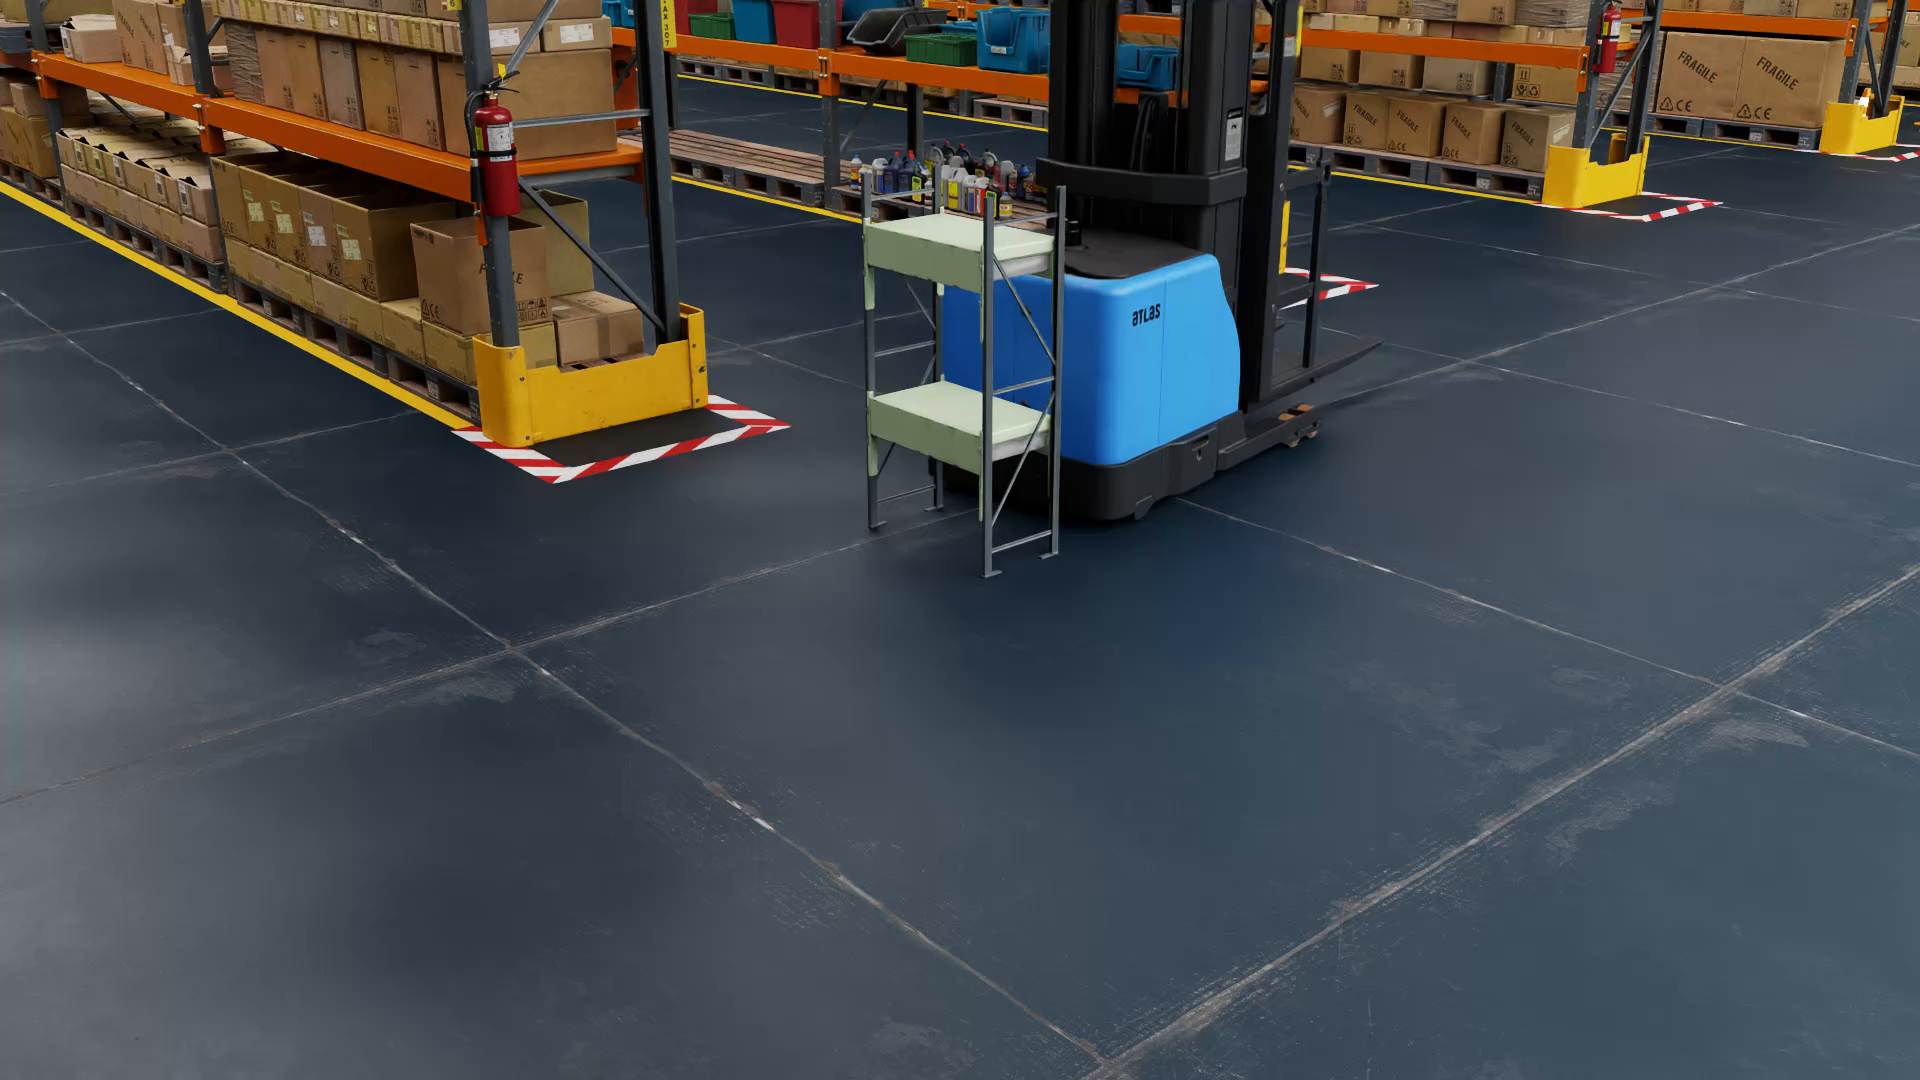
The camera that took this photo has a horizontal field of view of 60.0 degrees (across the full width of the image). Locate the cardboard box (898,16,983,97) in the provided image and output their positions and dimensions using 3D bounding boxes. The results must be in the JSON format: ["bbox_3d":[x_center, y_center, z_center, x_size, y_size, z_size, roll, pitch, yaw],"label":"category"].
[{"bbox_3d":[-0.028,-6.000,20.527,1.225,0.875,0.875,-19,28,-40],"label":"cardboard box"}]

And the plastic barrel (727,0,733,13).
[{"bbox_3d":[-1.955,-5.016,15.491,0.433,0.535,0.433,0,21,0],"label":"plastic barrel"}]

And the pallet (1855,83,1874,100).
[{"bbox_3d":[11.791,-6.039,22.114,1.003,0.211,1.213,-17,27,-37],"label":"pallet"}]

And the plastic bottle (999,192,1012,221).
[{"bbox_3d":[0.345,-2.514,12.523,0.097,0.201,0.097,0,21,0],"label":"plastic bottle"}]

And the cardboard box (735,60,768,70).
[{"bbox_3d":[-2.575,-7.111,23.364,0.875,0.875,0.875,-17,27,-37],"label":"cardboard box"}]

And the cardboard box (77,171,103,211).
[{"bbox_3d":[-6.653,-2.803,13.222,0.500,0.250,0.500,-18,28,-39],"label":"cardboard box"}]

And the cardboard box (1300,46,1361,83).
[{"bbox_3d":[5.132,-6.469,21.895,1.050,0.750,0.750,-17,27,-37],"label":"cardboard box"}]

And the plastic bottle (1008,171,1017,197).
[{"bbox_3d":[0.441,-2.892,13.489,0.097,0.201,0.097,0,21,0],"label":"plastic bottle"}]

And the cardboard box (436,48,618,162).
[{"bbox_3d":[-2.174,-2.209,8.374,0.700,0.500,0.500,-17,27,-37],"label":"cardboard box"}]

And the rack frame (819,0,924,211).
[{"bbox_3d":[-0.735,-4.314,13.885,1.000,3.000,0.127,-17,27,-37],"label":"rack frame"}]

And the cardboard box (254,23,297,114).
[{"bbox_3d":[-3.846,-2.917,10.181,0.700,0.500,0.500,-18,28,-38],"label":"cardboard box"}]

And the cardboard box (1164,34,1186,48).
[{"bbox_3d":[3.266,-7.046,23.713,0.500,0.500,0.500,-16,27,-35],"label":"cardboard box"}]

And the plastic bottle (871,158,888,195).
[{"bbox_3d":[-0.627,-2.975,13.599,0.152,0.276,0.135,-16,27,-36],"label":"plastic bottle"}]

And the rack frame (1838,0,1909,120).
[{"bbox_3d":[9.452,-5.541,17.017,1.000,3.000,0.127,-17,27,-37],"label":"rack frame"}]

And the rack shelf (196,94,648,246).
[{"bbox_3d":[-3.184,-2.248,9.597,1.077,0.370,4.000,-17,27,-37],"label":"rack shelf"}]

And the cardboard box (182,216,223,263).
[{"bbox_3d":[-4.980,-2.097,11.418,0.500,0.250,0.500,-18,28,-38],"label":"cardboard box"}]

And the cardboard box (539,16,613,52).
[{"bbox_3d":[-1.972,-2.539,8.327,0.380,0.149,0.250,-18,27,-38],"label":"cardboard box"}]

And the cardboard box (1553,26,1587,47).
[{"bbox_3d":[5.286,-4.300,14.195,0.380,0.149,0.250,-17,27,-37],"label":"cardboard box"}]

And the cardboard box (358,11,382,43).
[{"bbox_3d":[-2.946,-2.724,8.800,0.380,0.149,0.250,-16,27,-36],"label":"cardboard box"}]

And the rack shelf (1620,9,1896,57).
[{"bbox_3d":[8.146,-5.758,18.559,1.077,0.370,4.000,-17,27,-37],"label":"rack shelf"}]

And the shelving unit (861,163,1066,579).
[{"bbox_3d":[0.004,-0.697,6.706,0.431,1.500,0.755,-17,27,-37],"label":"shelving unit"}]

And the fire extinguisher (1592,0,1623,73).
[{"bbox_3d":[5.354,-4.210,13.727,0.296,0.674,0.183,-17,27,-37],"label":"fire extinguisher"}]

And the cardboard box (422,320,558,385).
[{"bbox_3d":[-2.453,-1.024,8.679,0.500,0.250,0.500,-17,27,-37],"label":"cardboard box"}]

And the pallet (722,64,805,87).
[{"bbox_3d":[-2.642,-6.634,23.631,1.003,0.211,1.213,-17,27,-37],"label":"pallet"}]

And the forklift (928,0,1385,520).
[{"bbox_3d":[1.159,-1.916,7.858,1.130,2.935,3.031,16,27,35],"label":"forklift"}]

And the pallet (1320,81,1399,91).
[{"bbox_3d":[5.480,-5.880,21.707,1.003,0.211,1.213,-17,27,-37],"label":"pallet"}]

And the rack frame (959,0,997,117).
[{"bbox_3d":[0.406,-6.598,19.717,1.000,3.000,0.127,-17,27,-37],"label":"rack frame"}]

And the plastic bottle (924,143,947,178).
[{"bbox_3d":[-0.205,-3.142,13.921,0.144,0.351,0.185,-17,27,-37],"label":"plastic bottle"}]

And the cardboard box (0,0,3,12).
[{"bbox_3d":[-8.512,-5.115,15.217,0.500,0.500,0.700,14,25,32],"label":"cardboard box"}]

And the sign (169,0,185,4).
[{"bbox_3d":[-4.895,-3.506,10.344,0.100,0.325,0.005,-17,27,-37],"label":"sign"}]

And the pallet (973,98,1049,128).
[{"bbox_3d":[0.915,-5.083,19.673,1.003,0.211,1.213,-17,27,-37],"label":"pallet"}]

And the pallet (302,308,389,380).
[{"bbox_3d":[-3.202,-1.270,9.938,1.003,0.211,1.213,-17,27,-37],"label":"pallet"}]

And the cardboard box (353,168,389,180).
[{"bbox_3d":[-3.375,-2.046,10.261,0.500,0.500,0.500,-17,27,-37],"label":"cardboard box"}]

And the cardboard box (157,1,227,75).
[{"bbox_3d":[-5.323,-3.544,11.782,0.500,0.500,0.500,-15,26,-34],"label":"cardboard box"}]

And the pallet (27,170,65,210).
[{"bbox_3d":[-7.560,-3.158,14.757,1.003,0.211,1.213,-17,27,-37],"label":"pallet"}]

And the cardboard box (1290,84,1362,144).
[{"bbox_3d":[3.628,-4.248,16.569,0.500,0.500,0.500,-9,23,-21],"label":"cardboard box"}]

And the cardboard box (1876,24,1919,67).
[{"bbox_3d":[12.072,-6.314,21.158,0.500,0.500,0.500,-16,27,-36],"label":"cardboard box"}]

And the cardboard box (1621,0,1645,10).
[{"bbox_3d":[7.730,-6.293,18.732,0.875,0.550,0.550,-17,27,-37],"label":"cardboard box"}]

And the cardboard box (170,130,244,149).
[{"bbox_3d":[-5.901,-3.049,13.081,0.500,0.311,0.500,-18,27,-38],"label":"cardboard box"}]

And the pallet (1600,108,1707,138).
[{"bbox_3d":[8.078,-4.781,18.902,1.003,0.211,1.213,-17,27,-37],"label":"pallet"}]

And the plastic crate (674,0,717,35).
[{"bbox_3d":[-2.523,-4.929,15.369,0.402,0.464,0.583,-17,27,-37],"label":"plastic crate"}]

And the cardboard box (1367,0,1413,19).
[{"bbox_3d":[4.262,-5.130,15.424,0.875,0.500,0.500,-17,27,-37],"label":"cardboard box"}]

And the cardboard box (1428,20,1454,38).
[{"bbox_3d":[4.458,-4.642,15.067,0.380,0.149,0.250,-17,27,-37],"label":"cardboard box"}]

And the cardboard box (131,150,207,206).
[{"bbox_3d":[-5.640,-2.636,12.028,0.500,0.311,0.500,-18,27,-38],"label":"cardboard box"}]

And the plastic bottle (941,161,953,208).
[{"bbox_3d":[-0.122,-2.794,13.033,0.144,0.351,0.185,-18,27,-38],"label":"plastic bottle"}]

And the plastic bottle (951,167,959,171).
[{"bbox_3d":[-0.026,-2.801,13.155,0.152,0.276,0.135,-17,27,-37],"label":"plastic bottle"}]

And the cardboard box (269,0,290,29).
[{"bbox_3d":[-3.794,-3.082,9.713,0.380,0.149,0.250,-19,28,-39],"label":"cardboard box"}]

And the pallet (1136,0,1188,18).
[{"bbox_3d":[2.629,-5.649,17.558,1.003,0.211,1.213,-17,27,-37],"label":"pallet"}]

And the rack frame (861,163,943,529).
[{"bbox_3d":[-0.235,-0.798,6.964,0.400,1.500,0.023,-17,27,-37],"label":"rack frame"}]

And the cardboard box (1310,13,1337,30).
[{"bbox_3d":[3.570,-4.965,15.891,0.380,0.149,0.250,-17,27,-37],"label":"cardboard box"}]

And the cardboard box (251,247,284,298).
[{"bbox_3d":[-4.094,-1.711,10.435,0.500,0.250,0.500,-17,27,-37],"label":"cardboard box"}]

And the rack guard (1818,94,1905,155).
[{"bbox_3d":[9.468,-4.370,17.456,1.175,0.500,0.348,-17,27,-37],"label":"rack guard"}]

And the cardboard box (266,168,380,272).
[{"bbox_3d":[-3.772,-1.921,9.942,0.500,0.500,0.500,-17,27,-37],"label":"cardboard box"}]

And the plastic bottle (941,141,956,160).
[{"bbox_3d":[-0.096,-3.176,14.009,0.144,0.351,0.185,-18,28,-39],"label":"plastic bottle"}]

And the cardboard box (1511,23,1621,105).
[{"bbox_3d":[7.198,-5.662,19.663,0.875,0.875,0.875,-17,27,-37],"label":"cardboard box"}]

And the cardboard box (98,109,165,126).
[{"bbox_3d":[-7.181,-3.476,14.569,0.500,0.500,0.500,-16,27,-35],"label":"cardboard box"}]

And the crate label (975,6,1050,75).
[{"bbox_3d":[0.470,-3.669,12.191,0.502,0.435,0.616,-17,27,-37],"label":"crate label"}]

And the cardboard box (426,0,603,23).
[{"bbox_3d":[-2.208,-2.828,8.175,0.700,0.500,0.500,-17,27,-37],"label":"cardboard box"}]
